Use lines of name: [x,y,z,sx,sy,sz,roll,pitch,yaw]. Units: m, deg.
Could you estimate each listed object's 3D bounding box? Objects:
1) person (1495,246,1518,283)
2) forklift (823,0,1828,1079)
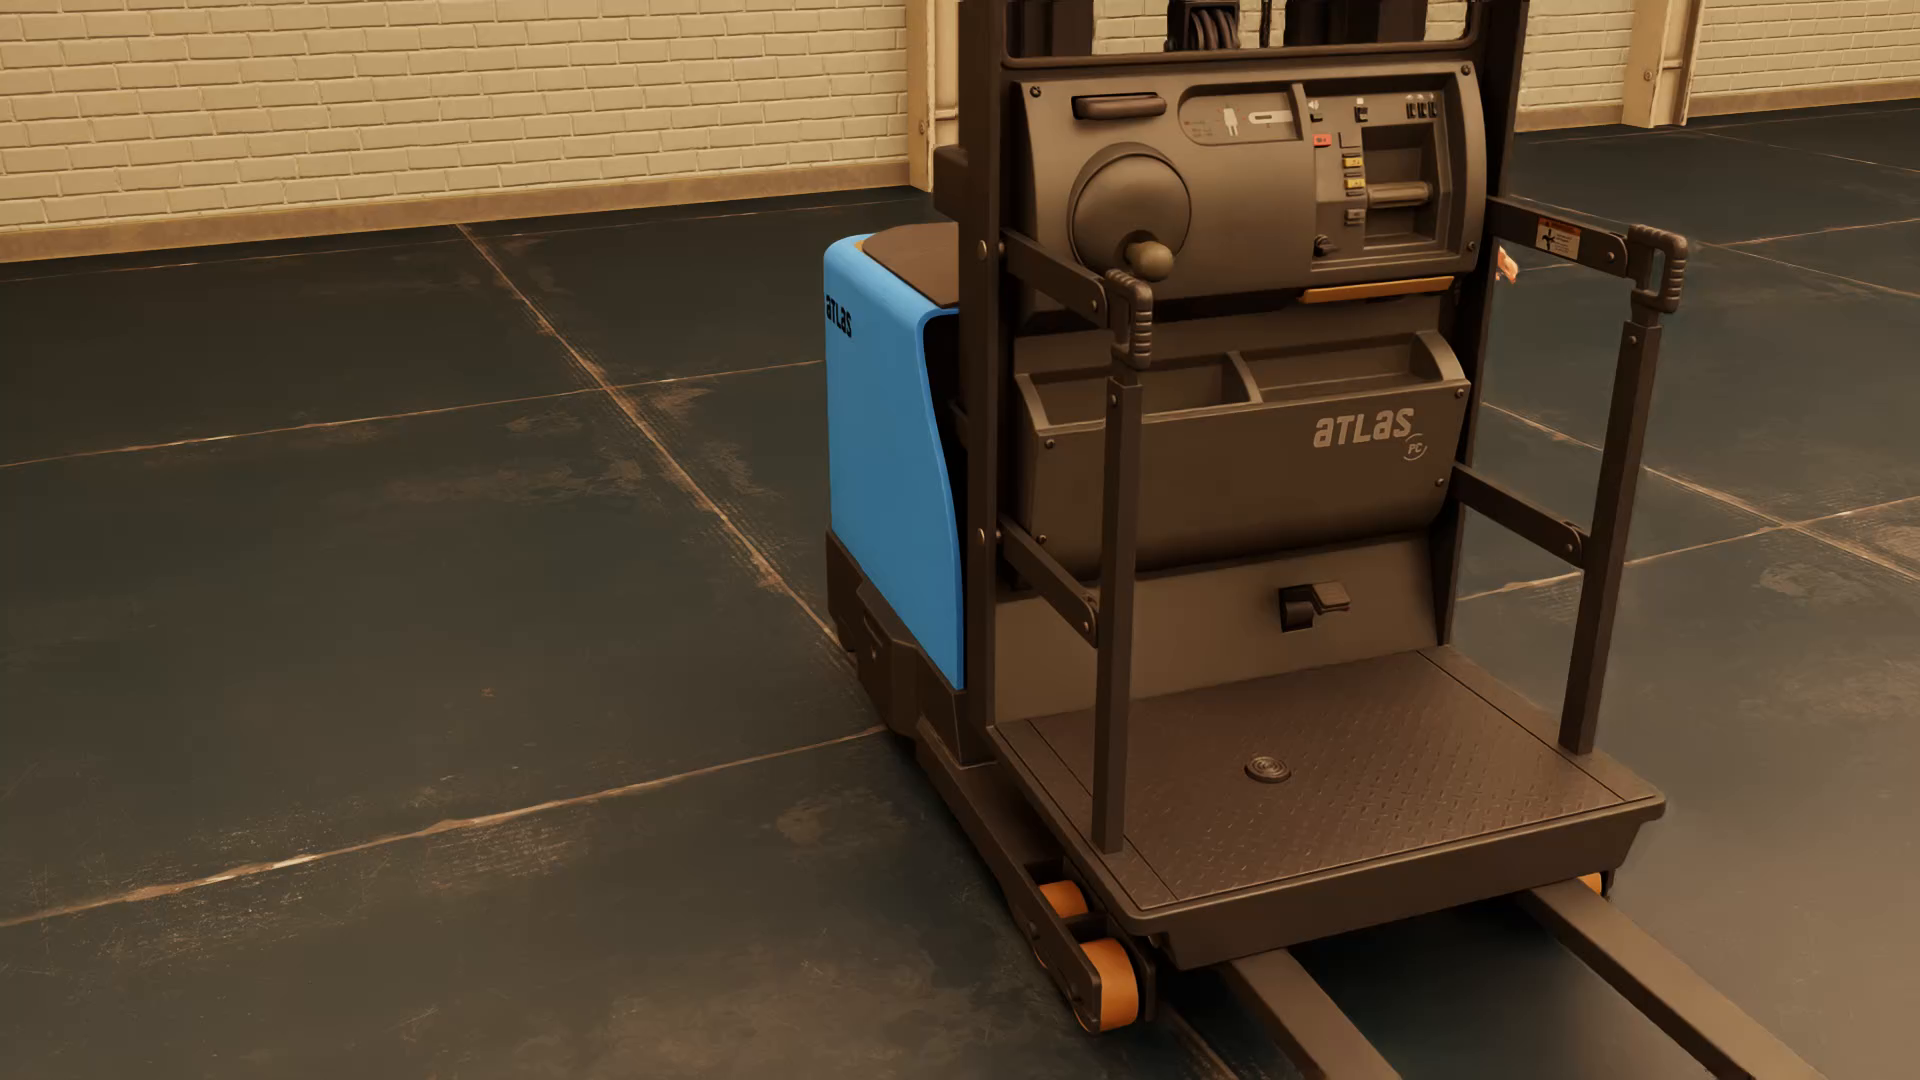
person: [1.333,-0.925,5.450,0.885,1.548,0.456,-1,23,-2]
forklift: [0.628,-0.650,2.851,1.130,2.935,3.031,-8,24,-18]
